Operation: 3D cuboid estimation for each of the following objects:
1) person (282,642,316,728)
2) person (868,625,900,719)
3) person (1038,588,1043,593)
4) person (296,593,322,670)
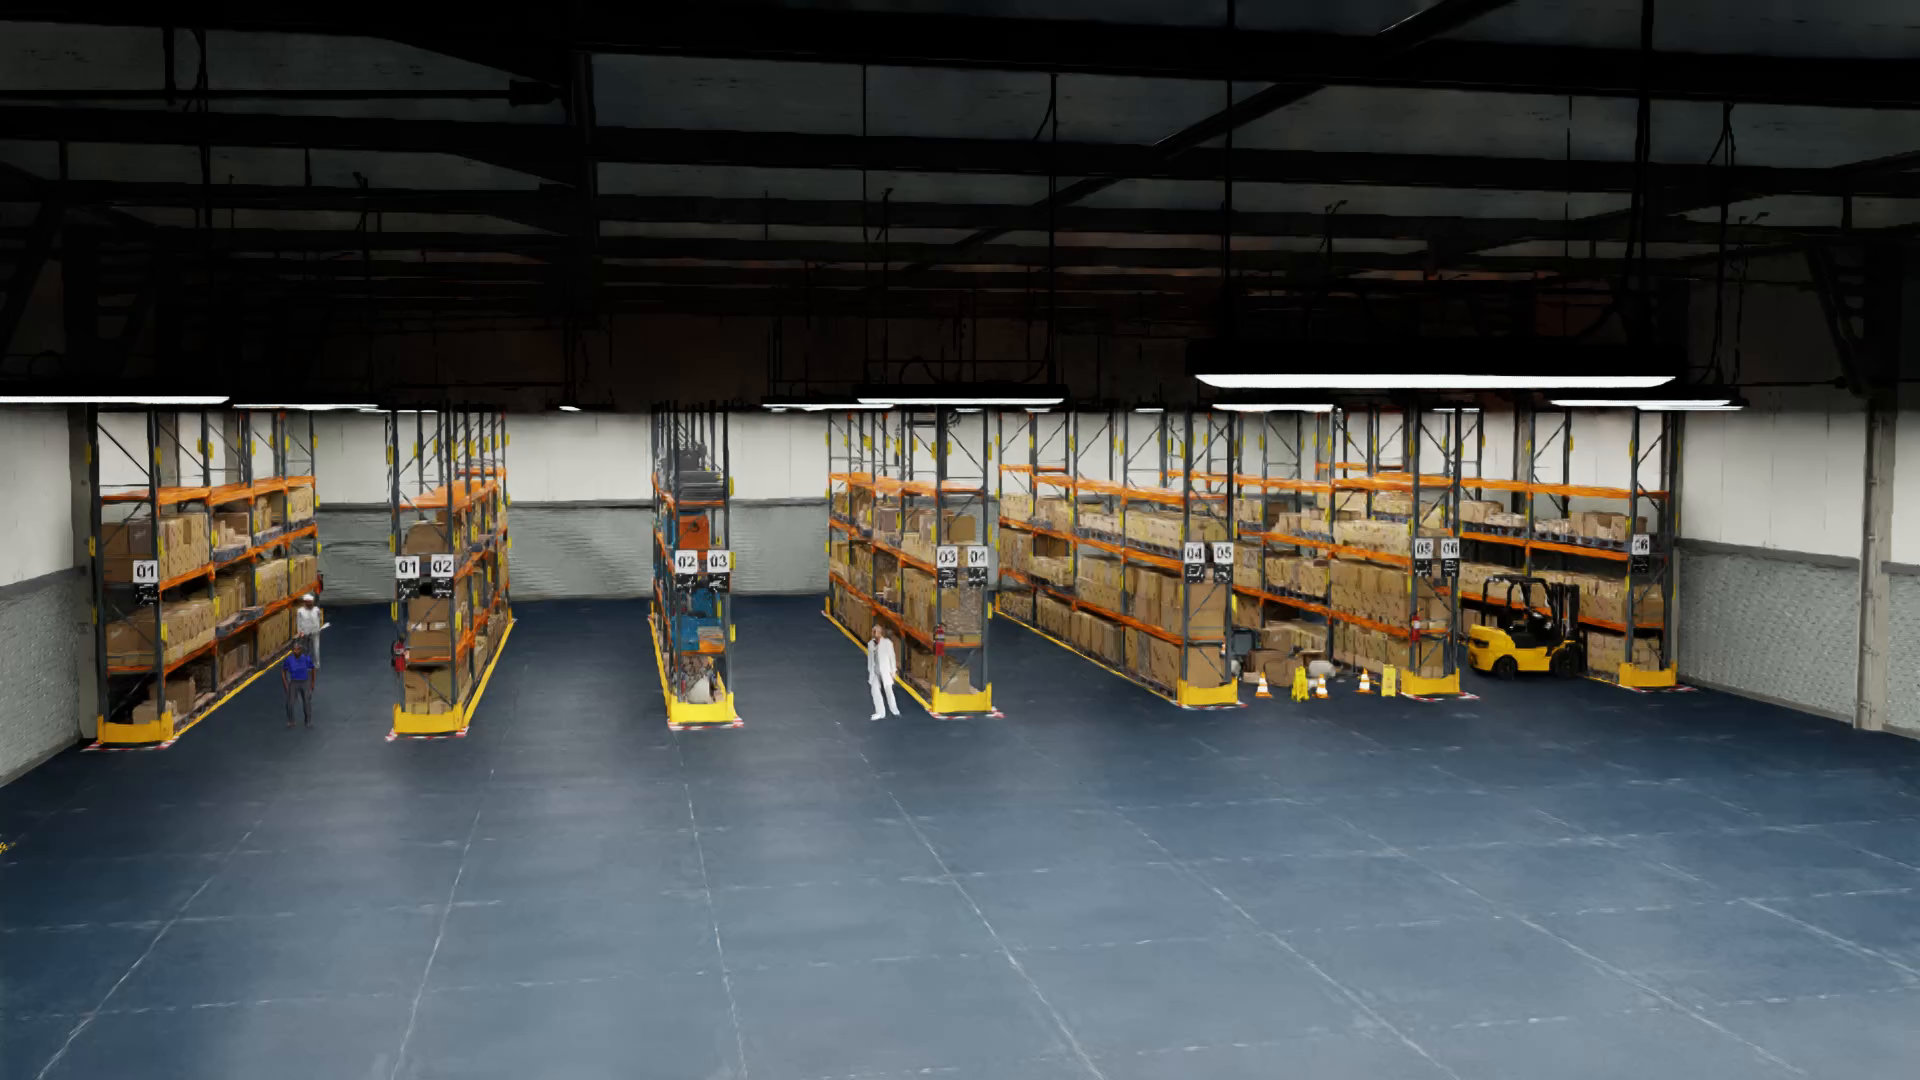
[{"bbox_3d":[-12.059,2.643,30.344,0.593,1.603,0.509,-1,4,-14],"label":"person"},{"bbox_3d":[-1.450,2.477,31.428,0.620,1.770,0.621,2,5,25],"label":"person"},{"bbox_3d":[2.340,0.985,51.363,0.595,1.745,0.556,2,5,24],"label":"person"},{"bbox_3d":[-14.597,2.047,37.298,0.538,1.715,1.026,-2,5,-20],"label":"person"}]
